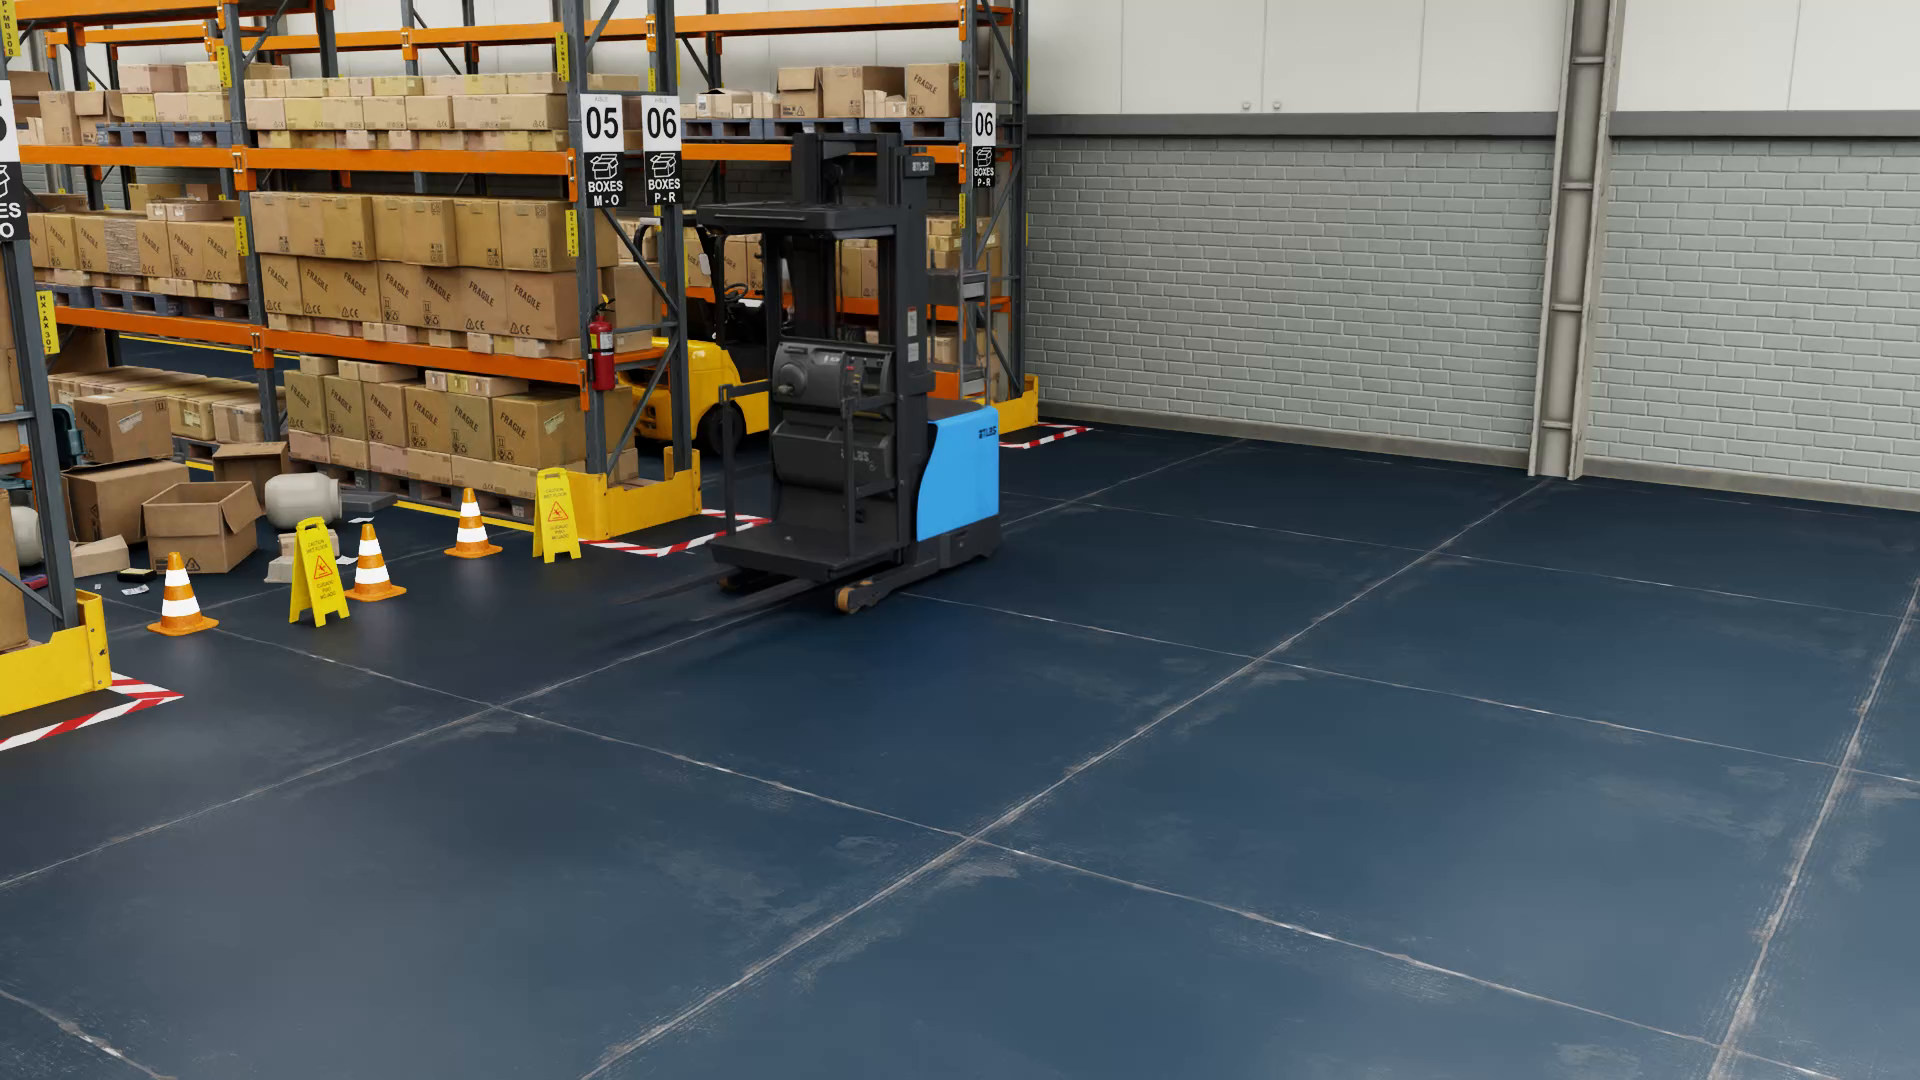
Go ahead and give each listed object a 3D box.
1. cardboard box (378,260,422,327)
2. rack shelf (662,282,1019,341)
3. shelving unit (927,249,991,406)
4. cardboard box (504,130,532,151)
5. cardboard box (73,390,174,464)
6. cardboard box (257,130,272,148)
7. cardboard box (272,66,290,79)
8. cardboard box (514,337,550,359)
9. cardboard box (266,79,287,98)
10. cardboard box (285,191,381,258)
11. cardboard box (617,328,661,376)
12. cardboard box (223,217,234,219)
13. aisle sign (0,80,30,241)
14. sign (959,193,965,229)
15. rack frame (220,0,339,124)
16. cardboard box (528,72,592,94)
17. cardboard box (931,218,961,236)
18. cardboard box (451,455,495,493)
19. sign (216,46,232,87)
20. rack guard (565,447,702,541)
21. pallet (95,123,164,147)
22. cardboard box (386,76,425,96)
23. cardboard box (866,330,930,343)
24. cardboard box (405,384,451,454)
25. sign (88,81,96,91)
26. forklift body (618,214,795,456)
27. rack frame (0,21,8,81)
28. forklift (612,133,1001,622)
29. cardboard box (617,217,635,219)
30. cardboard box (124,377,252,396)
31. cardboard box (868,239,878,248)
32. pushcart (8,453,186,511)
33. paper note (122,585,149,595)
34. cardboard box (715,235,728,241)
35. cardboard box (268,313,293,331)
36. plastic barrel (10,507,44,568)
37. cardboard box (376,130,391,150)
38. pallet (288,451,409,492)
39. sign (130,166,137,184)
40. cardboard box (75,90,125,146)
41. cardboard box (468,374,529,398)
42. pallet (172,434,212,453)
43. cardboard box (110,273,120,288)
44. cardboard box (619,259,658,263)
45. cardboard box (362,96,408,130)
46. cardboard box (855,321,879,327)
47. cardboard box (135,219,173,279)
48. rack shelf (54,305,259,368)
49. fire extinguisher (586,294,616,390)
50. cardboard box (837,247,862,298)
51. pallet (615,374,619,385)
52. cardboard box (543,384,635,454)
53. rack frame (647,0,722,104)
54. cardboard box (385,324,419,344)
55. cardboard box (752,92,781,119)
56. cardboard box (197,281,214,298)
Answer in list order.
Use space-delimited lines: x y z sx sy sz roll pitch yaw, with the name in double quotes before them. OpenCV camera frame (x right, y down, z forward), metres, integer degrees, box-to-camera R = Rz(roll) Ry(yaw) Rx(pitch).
"cardboard box" -4.269 -1.991 13.295 0.500 0.500 0.500 9 17 33
"rack shelf" -1.322 -2.482 17.602 4.000 0.370 1.077 9 17 33
"shelving unit" -0.098 -1.057 12.222 0.503 2.100 0.431 9 16 32
"cardboard box" -3.106 -2.925 12.179 0.250 0.149 0.380 9 17 33
"cardboard box" -6.717 -0.904 13.359 0.500 0.500 0.500 9 17 33
"cardboard box" -5.625 -3.351 13.899 0.250 0.149 0.380 9 16 32
"cardboard box" -6.429 -4.162 15.048 0.500 0.250 0.500 9 16 32
"cardboard box" -3.131 -1.470 12.541 0.250 0.149 0.380 9 16 32
"cardboard box" -5.437 -3.694 13.622 0.250 0.149 0.380 10 17 34
"cardboard box" -5.093 -2.612 13.724 0.500 0.500 0.700 9 17 33
"cardboard box" -3.420 -2.218 19.108 0.625 0.625 0.875 10 17 35
"cardboard box" -6.796 -2.762 15.536 0.500 0.500 0.500 9 17 32
"aisle sign" -4.882 -1.884 8.282 0.004 0.787 0.394 9 17 33
"sign" 0.024 -3.133 15.835 0.005 0.325 0.100 9 17 33
"rack frame" -5.748 -5.021 13.879 0.127 3.000 1.000 9 17 33
"cardboard box" -2.875 -3.280 11.952 0.250 0.149 0.380 9 17 33
"cardboard box" -0.077 -3.076 16.331 0.250 0.149 0.380 9 17 33
"cardboard box" -3.675 -0.567 13.221 0.500 0.250 0.500 9 17 33
"sign" -6.055 -3.896 13.681 0.005 0.325 0.100 9 17 33
"rack guard" -2.492 -0.369 12.774 0.348 0.500 1.175 9 17 33
"pallet" -7.063 -3.716 15.241 1.003 0.211 1.213 9 17 33
"cardboard box" -4.166 -3.479 12.756 0.250 0.149 0.380 10 17 34
"cardboard box" -0.645 -1.984 16.862 0.500 0.250 0.500 10 17 34
"cardboard box" -4.089 -0.999 13.405 0.500 0.500 0.500 9 16 32
"sign" -8.763 -4.460 16.780 0.005 0.325 0.100 9 17 33
"forklift body" -2.254 -2.041 16.092 1.214 2.155 2.313 9 17 33
"rack frame" -5.108 -3.484 7.670 0.127 3.000 1.000 9 17 33
"forklift" -0.950 -1.090 10.626 1.130 2.935 3.031 9 17 33
"cardboard box" -3.969 -3.701 19.473 0.250 0.149 0.380 9 17 33
"cardboard box" -7.361 -1.296 15.909 0.625 0.372 0.950 10 17 35
"cardboard box" -0.715 -3.027 16.753 0.250 0.149 0.380 9 17 32
"pushcart" -6.979 -0.375 13.051 0.936 0.377 1.648 3 14 14
"paper note" -5.427 0.327 10.942 0.144 0.017 0.142 -10 17 -35
"cardboard box" -2.416 -3.303 17.867 0.250 0.149 0.380 9 17 33
"cardboard box" -5.666 -1.881 14.201 0.250 0.149 0.380 9 17 33
"plastic barrel" -6.630 -0.011 11.488 0.512 0.421 0.421 -4 14 -16
"cardboard box" -4.345 -3.145 13.065 0.250 0.149 0.380 9 17 33
"pallet" -5.171 -0.672 14.599 1.213 0.211 1.003 9 17 33
"sign" -12.612 -5.532 25.360 0.005 0.325 0.100 9 17 33
"cardboard box" -7.786 -3.953 15.590 0.637 0.503 0.797 9 17 33
"cardboard box" -3.582 -1.212 12.913 0.250 0.149 0.380 10 17 34
"pallet" -7.412 -1.023 16.015 1.213 0.211 1.003 9 17 33
"cardboard box" -7.768 -2.468 15.700 0.250 0.149 0.380 10 17 35
"cardboard box" -3.545 -3.042 18.680 0.500 0.250 0.500 10 17 34
"cardboard box" -4.274 -3.318 12.937 0.500 0.250 0.500 9 17 33
"cardboard box" -0.781 -2.155 17.552 0.500 0.250 0.500 9 17 32
"cardboard box" -7.097 -2.658 15.119 0.500 0.500 0.500 10 17 35
"rack shelf" -7.408 -2.028 15.769 4.000 0.370 1.077 9 17 33
"fire extinguisher" -2.591 -1.428 12.009 0.183 0.674 0.296 9 17 33
"cardboard box" -1.068 -2.765 17.041 0.500 0.500 0.500 9 16 32
"pallet" -3.614 -1.836 19.302 1.213 0.211 1.003 9 17 33
"cardboard box" -2.964 -0.972 13.294 0.500 0.500 0.500 9 16 31
"rack frame" -2.981 -6.011 17.879 0.127 3.000 1.000 9 17 33
"cardboard box" -4.385 -1.679 13.386 0.250 0.149 0.380 9 17 33
"cardboard box" -1.919 -4.483 17.144 0.258 0.266 0.396 9 16 31
"cardboard box" -6.538 -2.244 14.793 0.250 0.149 0.380 9 16 31
